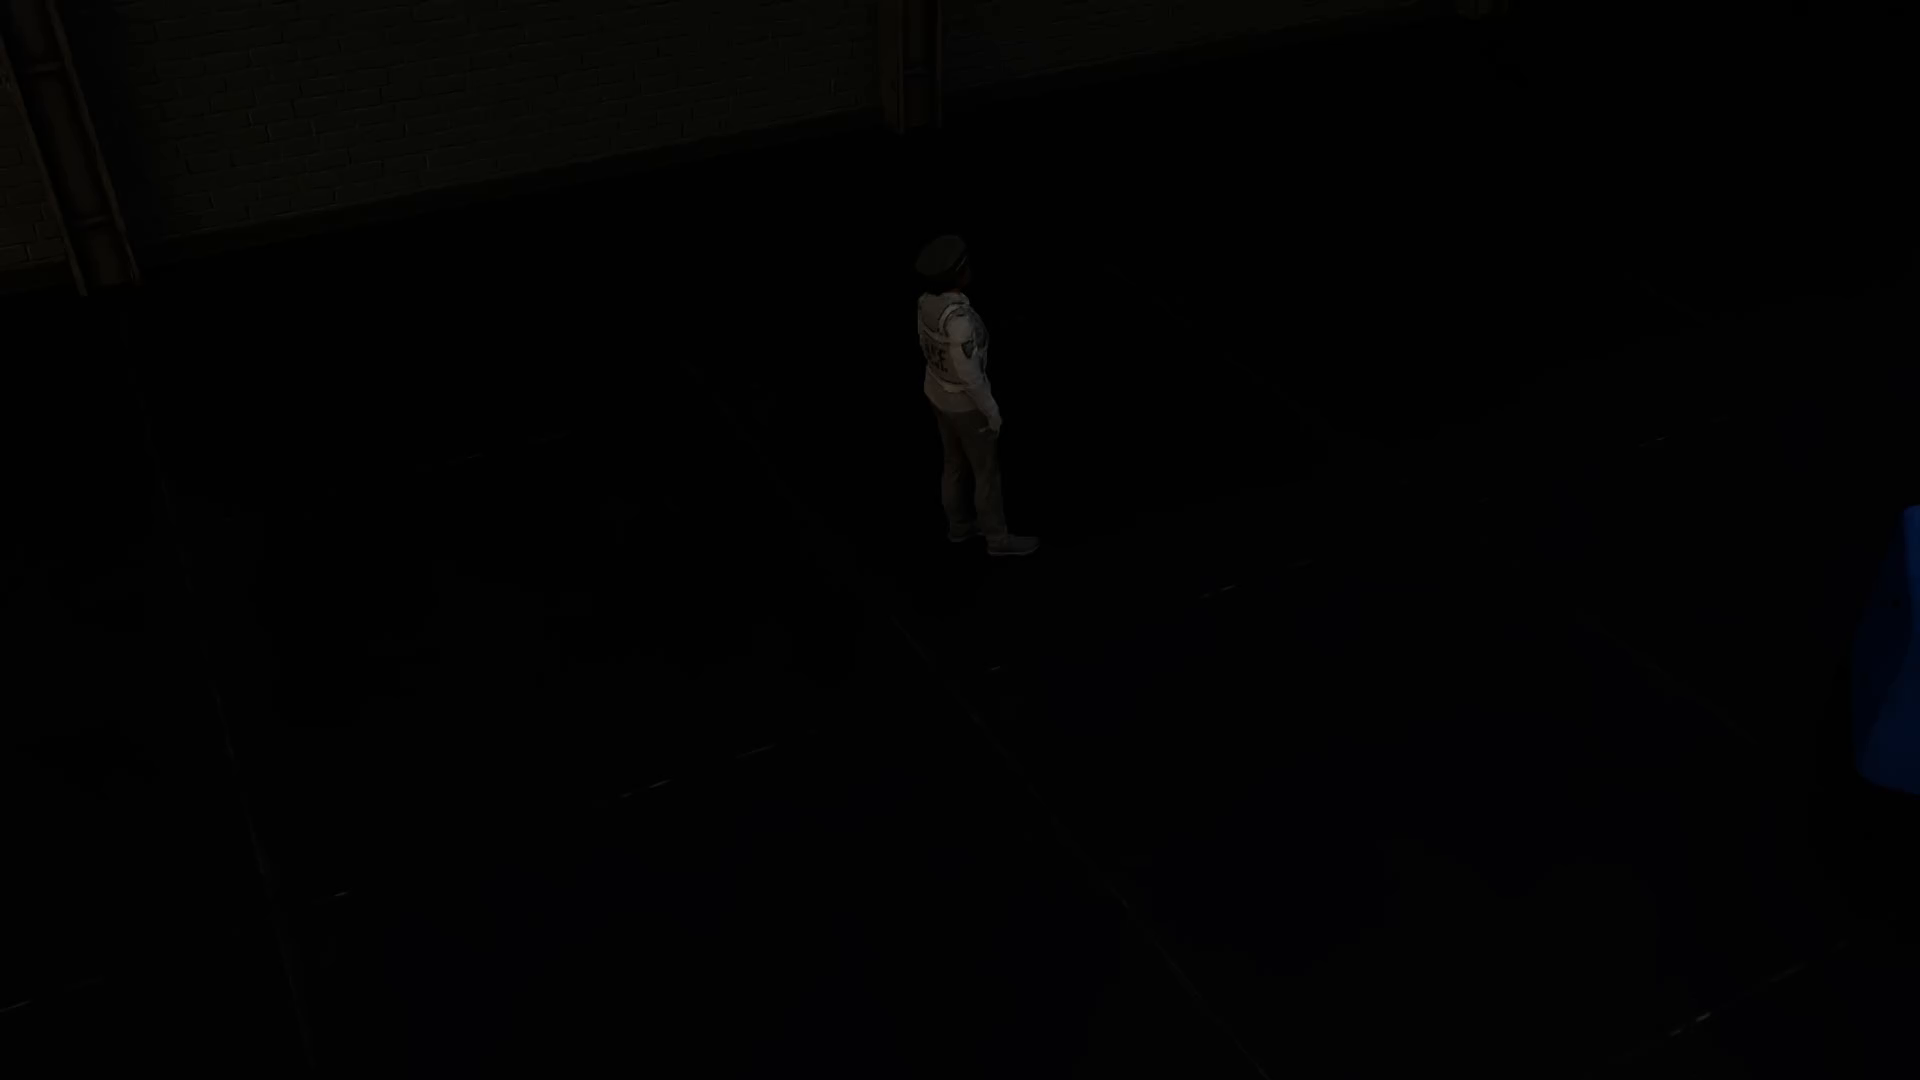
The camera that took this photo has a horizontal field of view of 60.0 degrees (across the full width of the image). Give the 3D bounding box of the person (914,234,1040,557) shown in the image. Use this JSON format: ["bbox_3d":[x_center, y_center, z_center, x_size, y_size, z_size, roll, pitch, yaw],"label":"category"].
[{"bbox_3d":[0.063,-0.713,8.190,0.533,1.695,0.586,-17,39,-23],"label":"person"}]

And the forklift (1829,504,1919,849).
[{"bbox_3d":[5.216,0.085,6.003,3.031,2.935,1.130,13,37,18],"label":"forklift"}]
